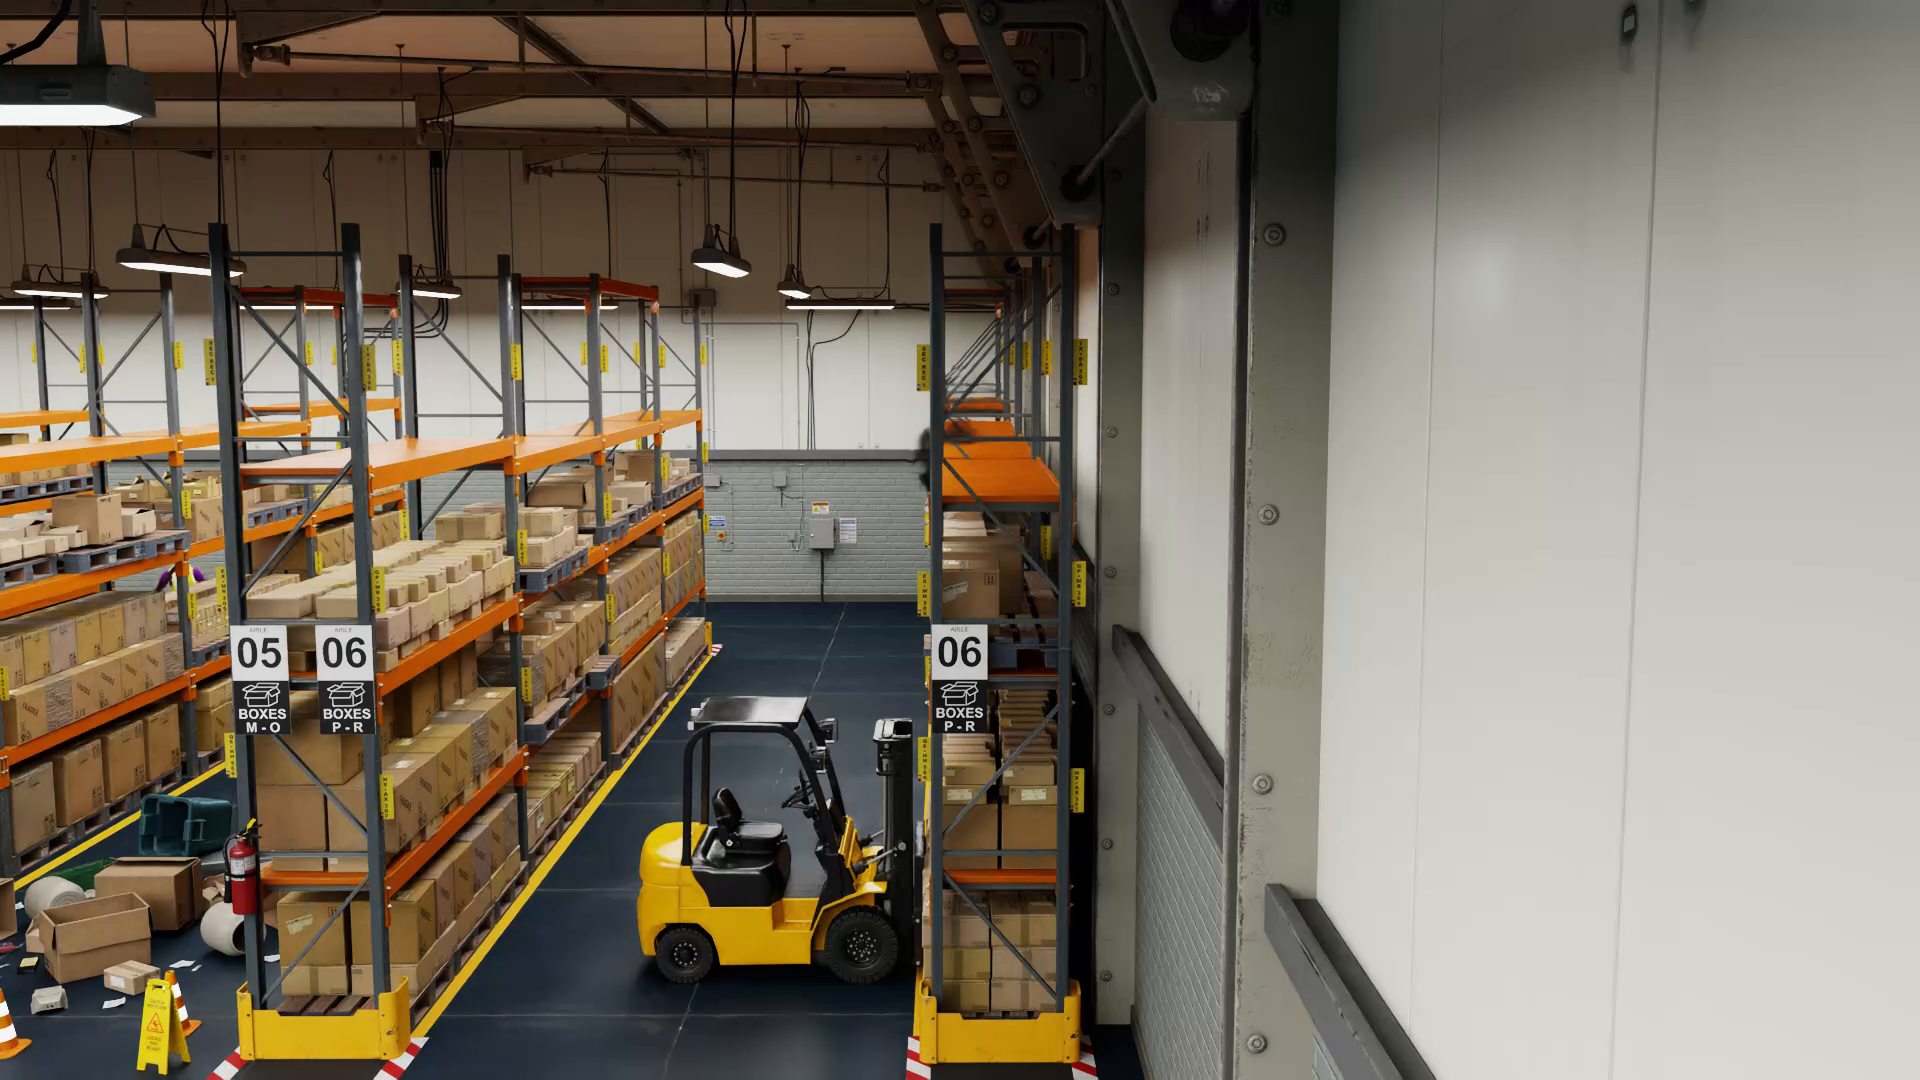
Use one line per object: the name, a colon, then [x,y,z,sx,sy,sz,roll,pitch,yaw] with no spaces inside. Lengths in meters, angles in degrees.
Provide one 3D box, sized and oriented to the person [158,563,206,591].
person: [-13.002,1.055,27.852,0.762,1.733,0.837,-5,8,-35]
